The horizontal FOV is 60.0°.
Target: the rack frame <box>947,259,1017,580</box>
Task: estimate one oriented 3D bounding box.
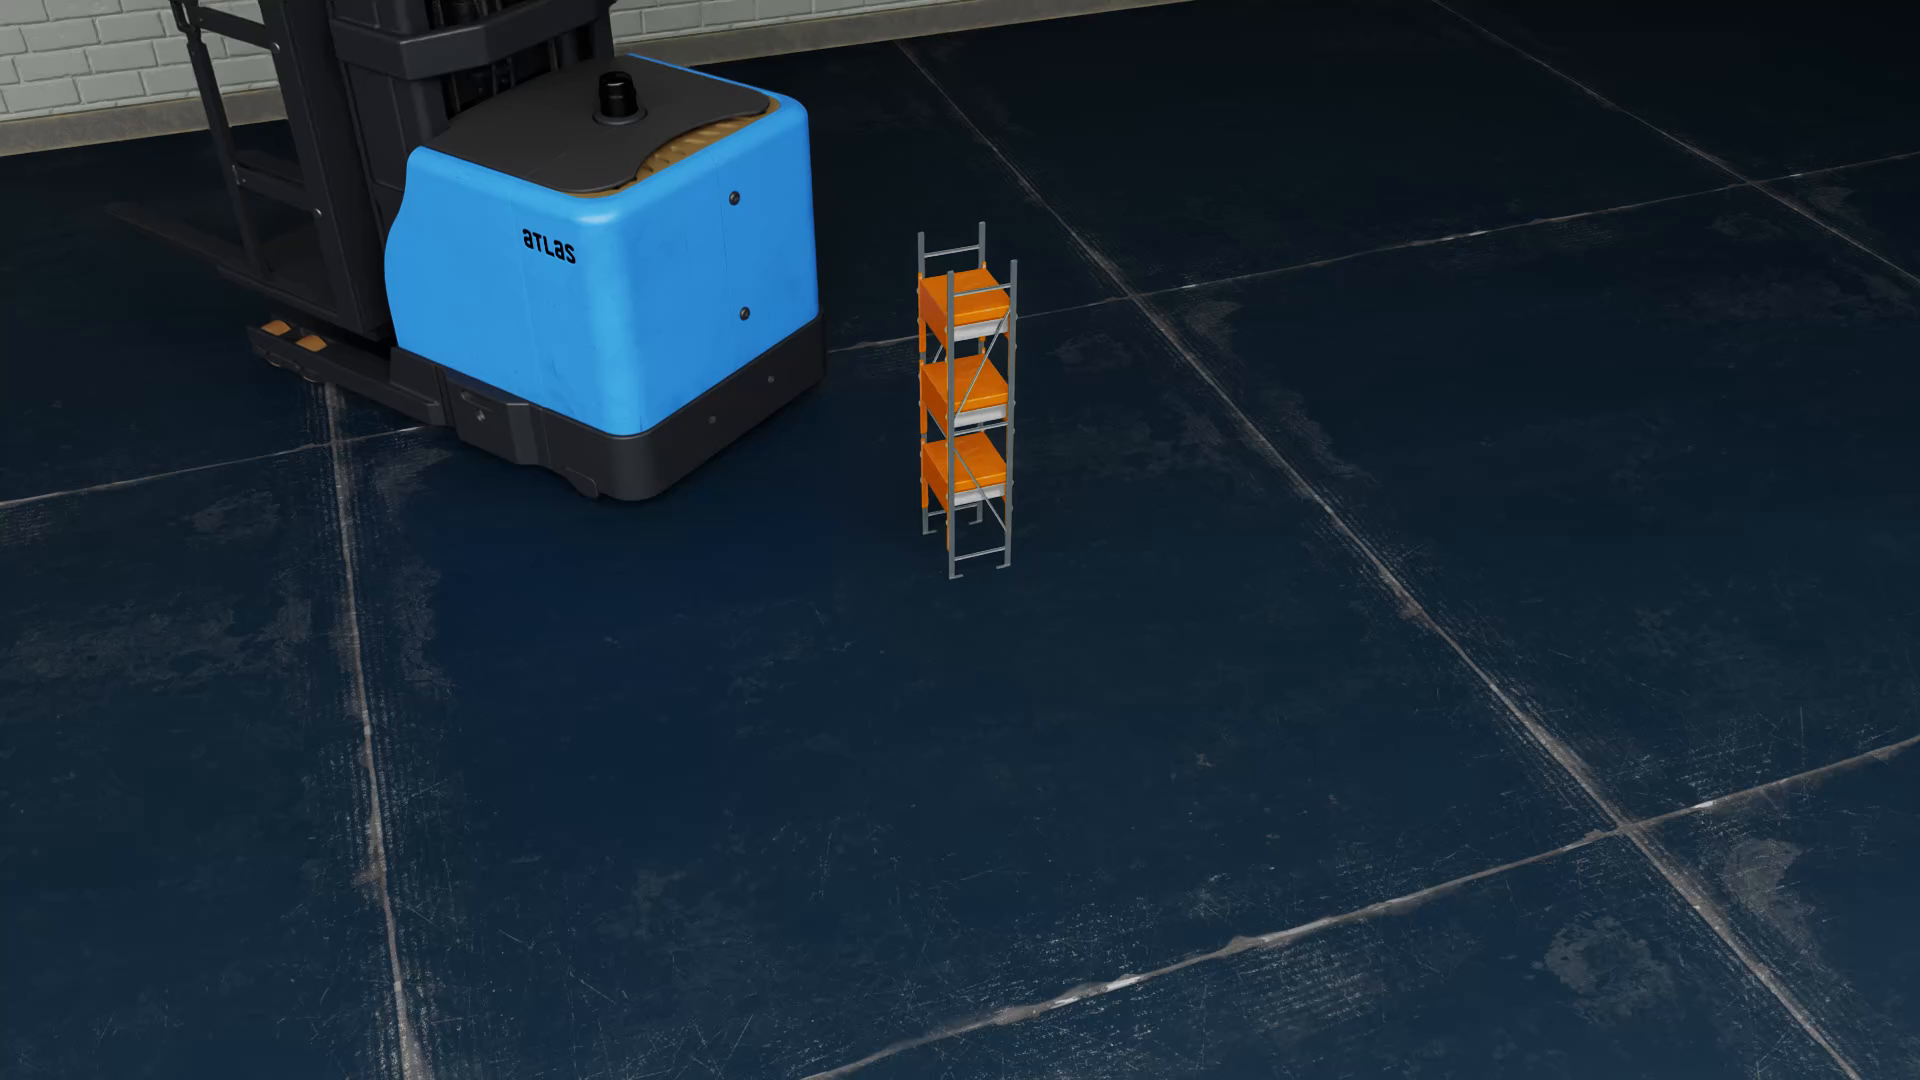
[{"bbox_3d":[0.060,-0.320,4.803,0.200,1.050,0.008,-12,39,-16],"label":"rack frame"}]

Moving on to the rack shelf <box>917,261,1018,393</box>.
[{"bbox_3d":[0.018,-0.607,4.730,0.215,0.259,0.240,-12,39,-16],"label":"rack shelf"}]

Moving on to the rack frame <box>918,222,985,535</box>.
[{"bbox_3d":[-0.024,-0.458,4.986,0.200,1.050,0.008,-12,39,-16],"label":"rack frame"}]

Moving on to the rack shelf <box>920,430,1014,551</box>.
[{"bbox_3d":[0.018,-0.159,5.068,0.215,0.259,0.240,-12,39,-16],"label":"rack shelf"}]

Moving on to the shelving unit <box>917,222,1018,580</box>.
[{"bbox_3d":[0.018,-0.389,4.894,0.215,1.050,0.252,-12,39,-16],"label":"shelving unit"}]

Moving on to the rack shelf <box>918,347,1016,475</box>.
[{"bbox_3d":[0.018,-0.381,4.900,0.215,0.259,0.240,-12,39,-16],"label":"rack shelf"}]

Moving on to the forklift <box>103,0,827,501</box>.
[{"bbox_3d":[-1.983,-1.981,5.444,3.031,2.935,1.130,22,42,26],"label":"forklift"}]
